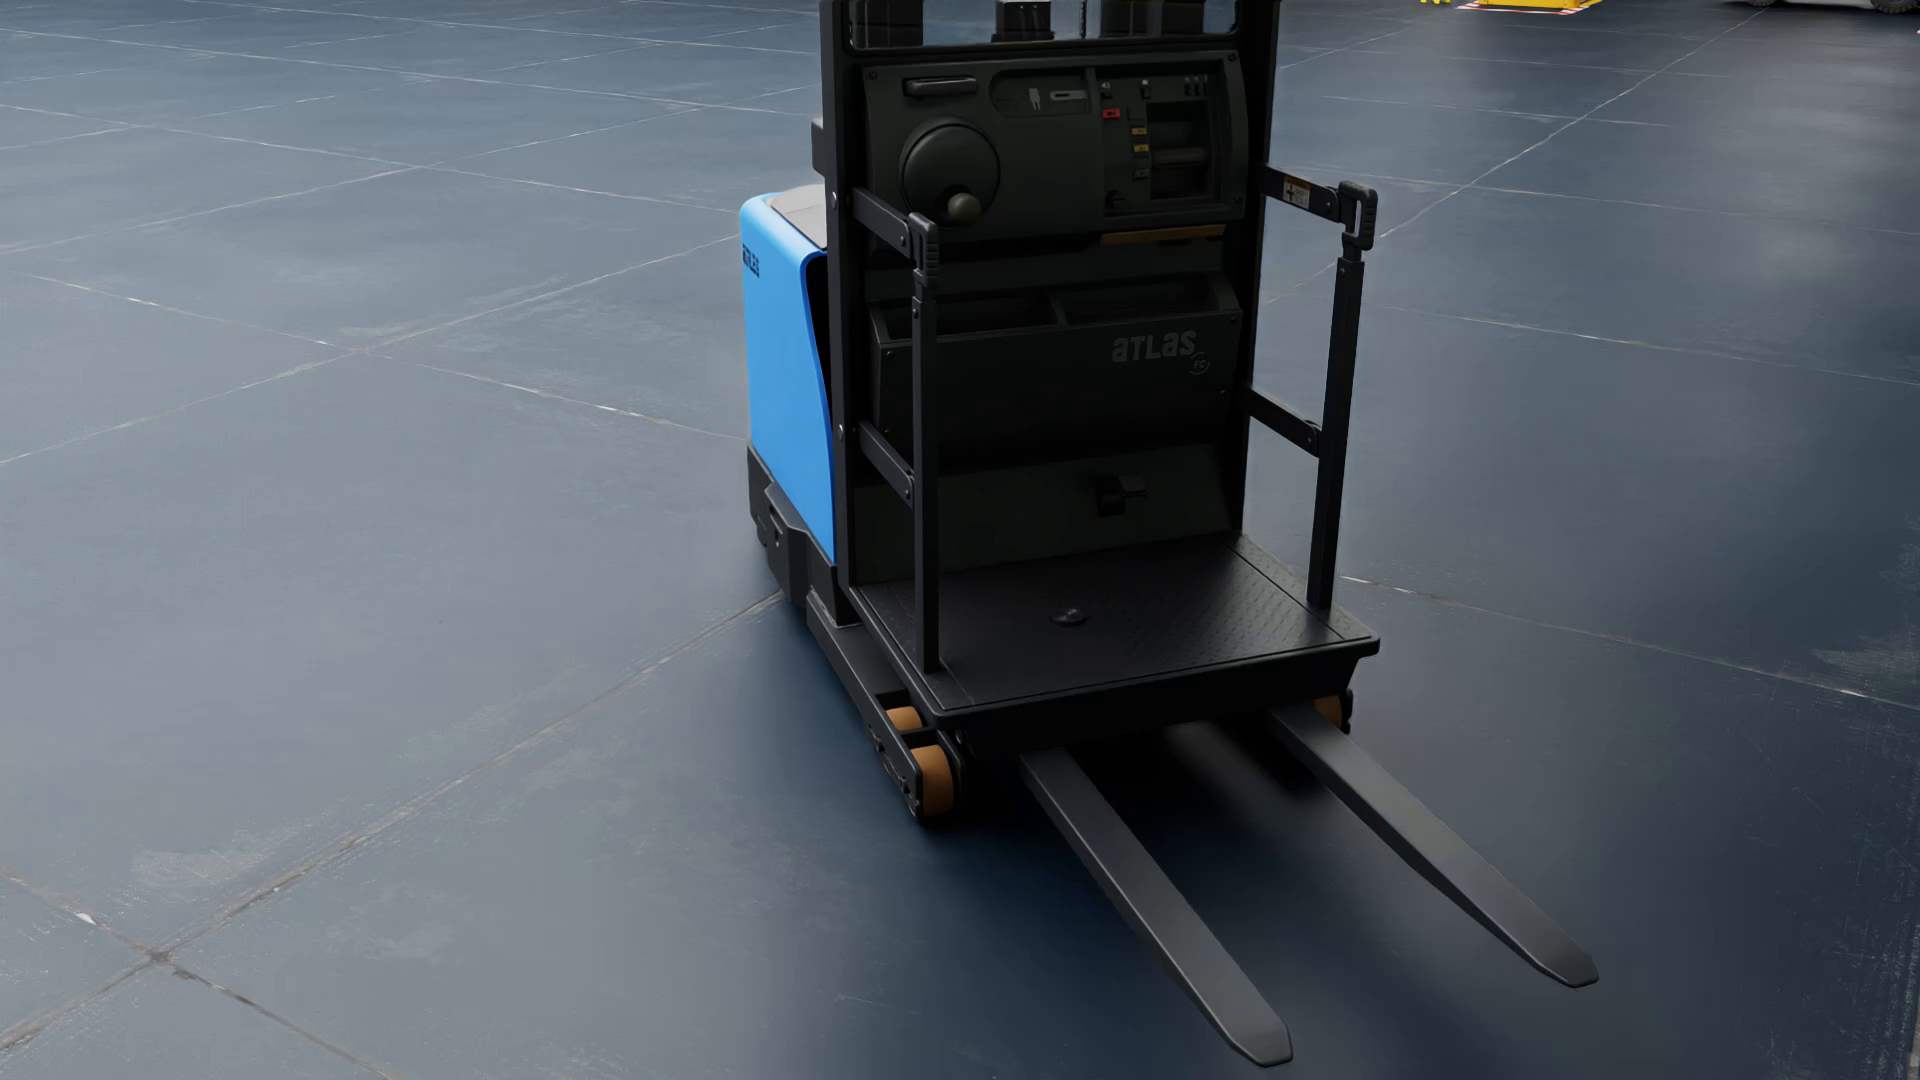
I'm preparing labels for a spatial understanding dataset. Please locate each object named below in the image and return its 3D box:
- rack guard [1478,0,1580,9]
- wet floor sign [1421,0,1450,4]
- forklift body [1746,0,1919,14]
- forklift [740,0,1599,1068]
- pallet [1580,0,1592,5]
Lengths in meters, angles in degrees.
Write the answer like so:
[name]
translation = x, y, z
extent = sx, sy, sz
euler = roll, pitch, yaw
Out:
[rack guard]
translation = 6.985, -6.806, 20.343
extent = 1.175, 0.500, 0.348
euler = 14, 27, 29
[wet floor sign]
translation = 5.936, -7.007, 20.625
extent = 0.232, 0.644, 0.267
euler = -17, 29, -35
[forklift body]
translation = 10.615, -7.522, 19.917
extent = 2.313, 2.155, 1.214
euler = 14, 27, 29
[forklift]
translation = 0.305, -0.895, 3.627
extent = 1.130, 2.935, 3.031
euler = -8, 25, -18
[pallet]
translation = 7.444, -6.940, 21.017
extent = 1.003, 0.211, 1.213
euler = 14, 27, 29
